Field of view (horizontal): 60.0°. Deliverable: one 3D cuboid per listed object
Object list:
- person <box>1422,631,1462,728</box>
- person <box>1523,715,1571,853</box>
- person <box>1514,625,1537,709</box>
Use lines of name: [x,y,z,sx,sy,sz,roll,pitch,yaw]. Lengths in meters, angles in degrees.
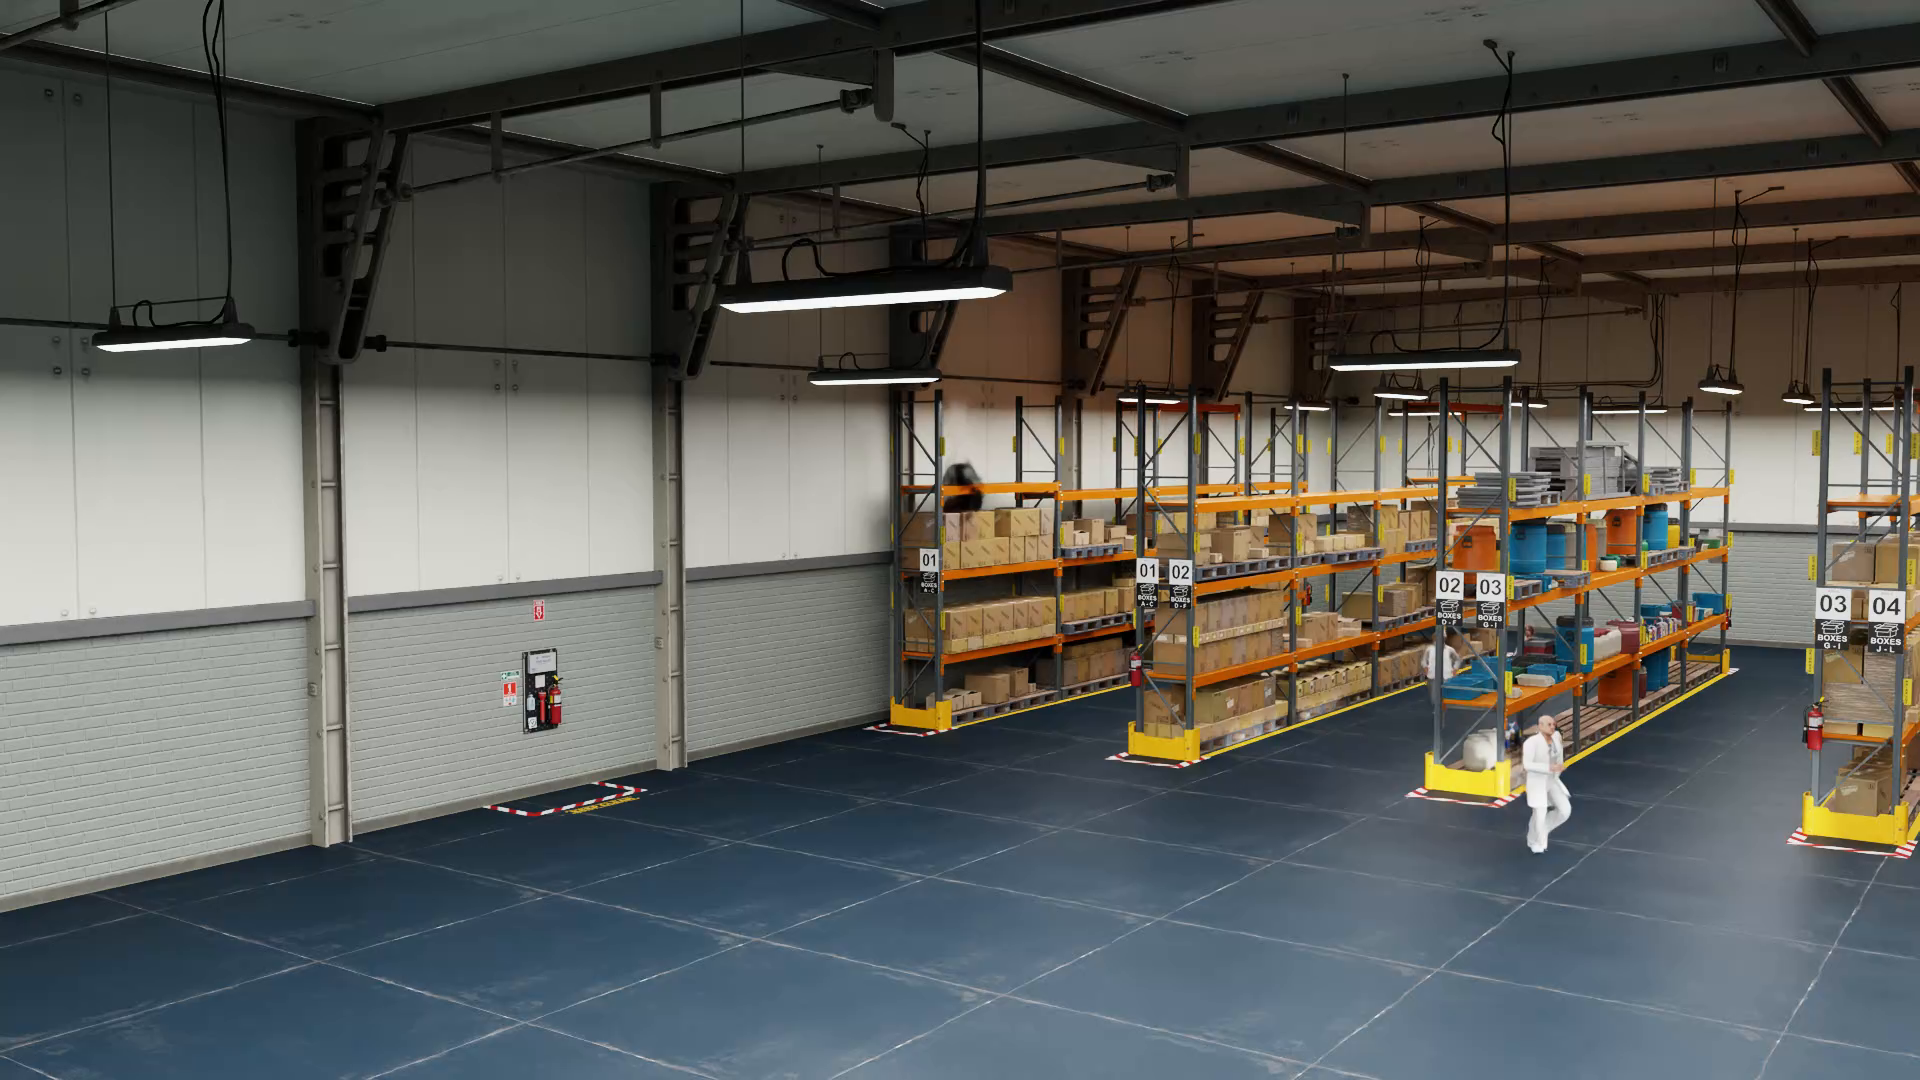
person: [8.575,2.468,29.691,0.677,1.742,0.896,2,4,26]
person: [7.152,2.984,20.244,0.759,1.727,0.794,-1,3,-19]
person: [10.932,2.416,31.950,0.546,1.587,0.813,2,4,35]
